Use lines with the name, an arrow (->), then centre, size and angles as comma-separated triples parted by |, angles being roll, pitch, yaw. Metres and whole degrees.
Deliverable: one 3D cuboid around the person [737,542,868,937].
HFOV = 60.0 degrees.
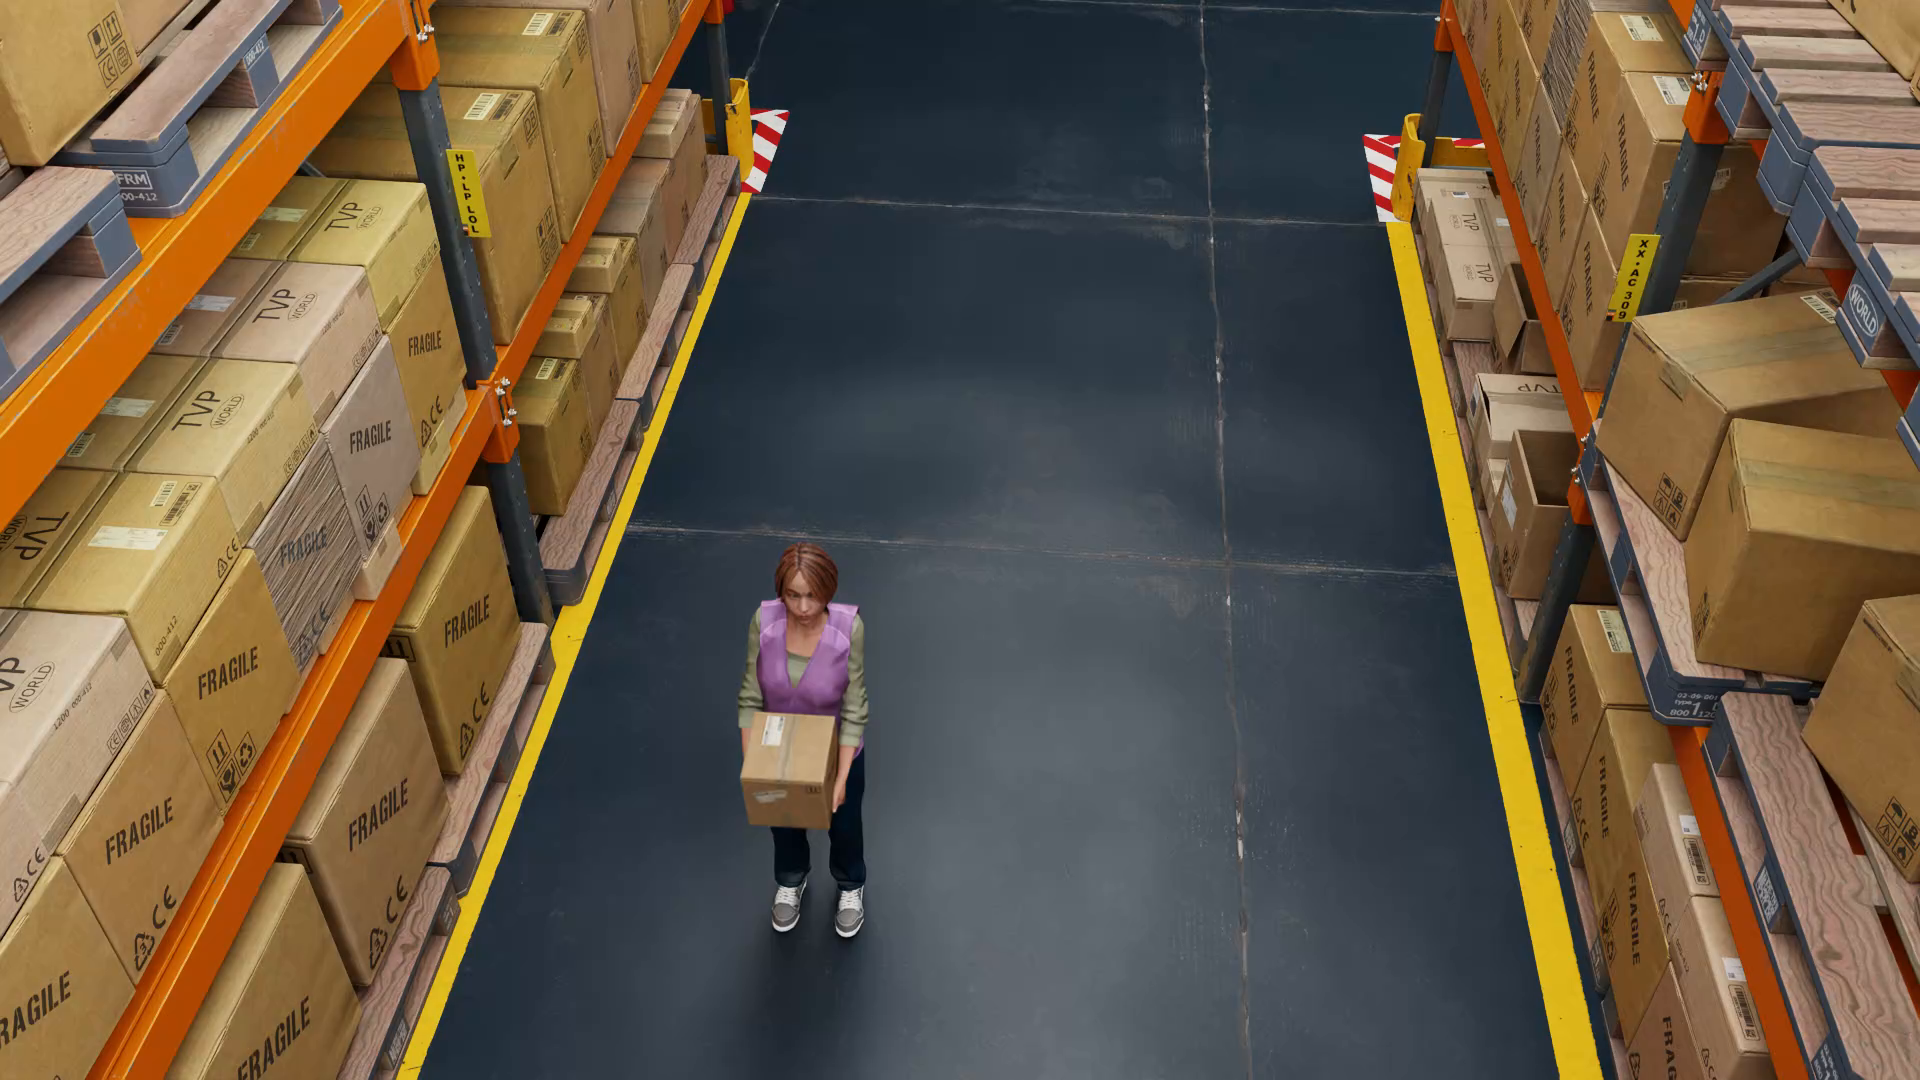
person -> -0.489, 0.721, 5.327 | 0.408, 1.589, 0.493 | 3, 41, 4
